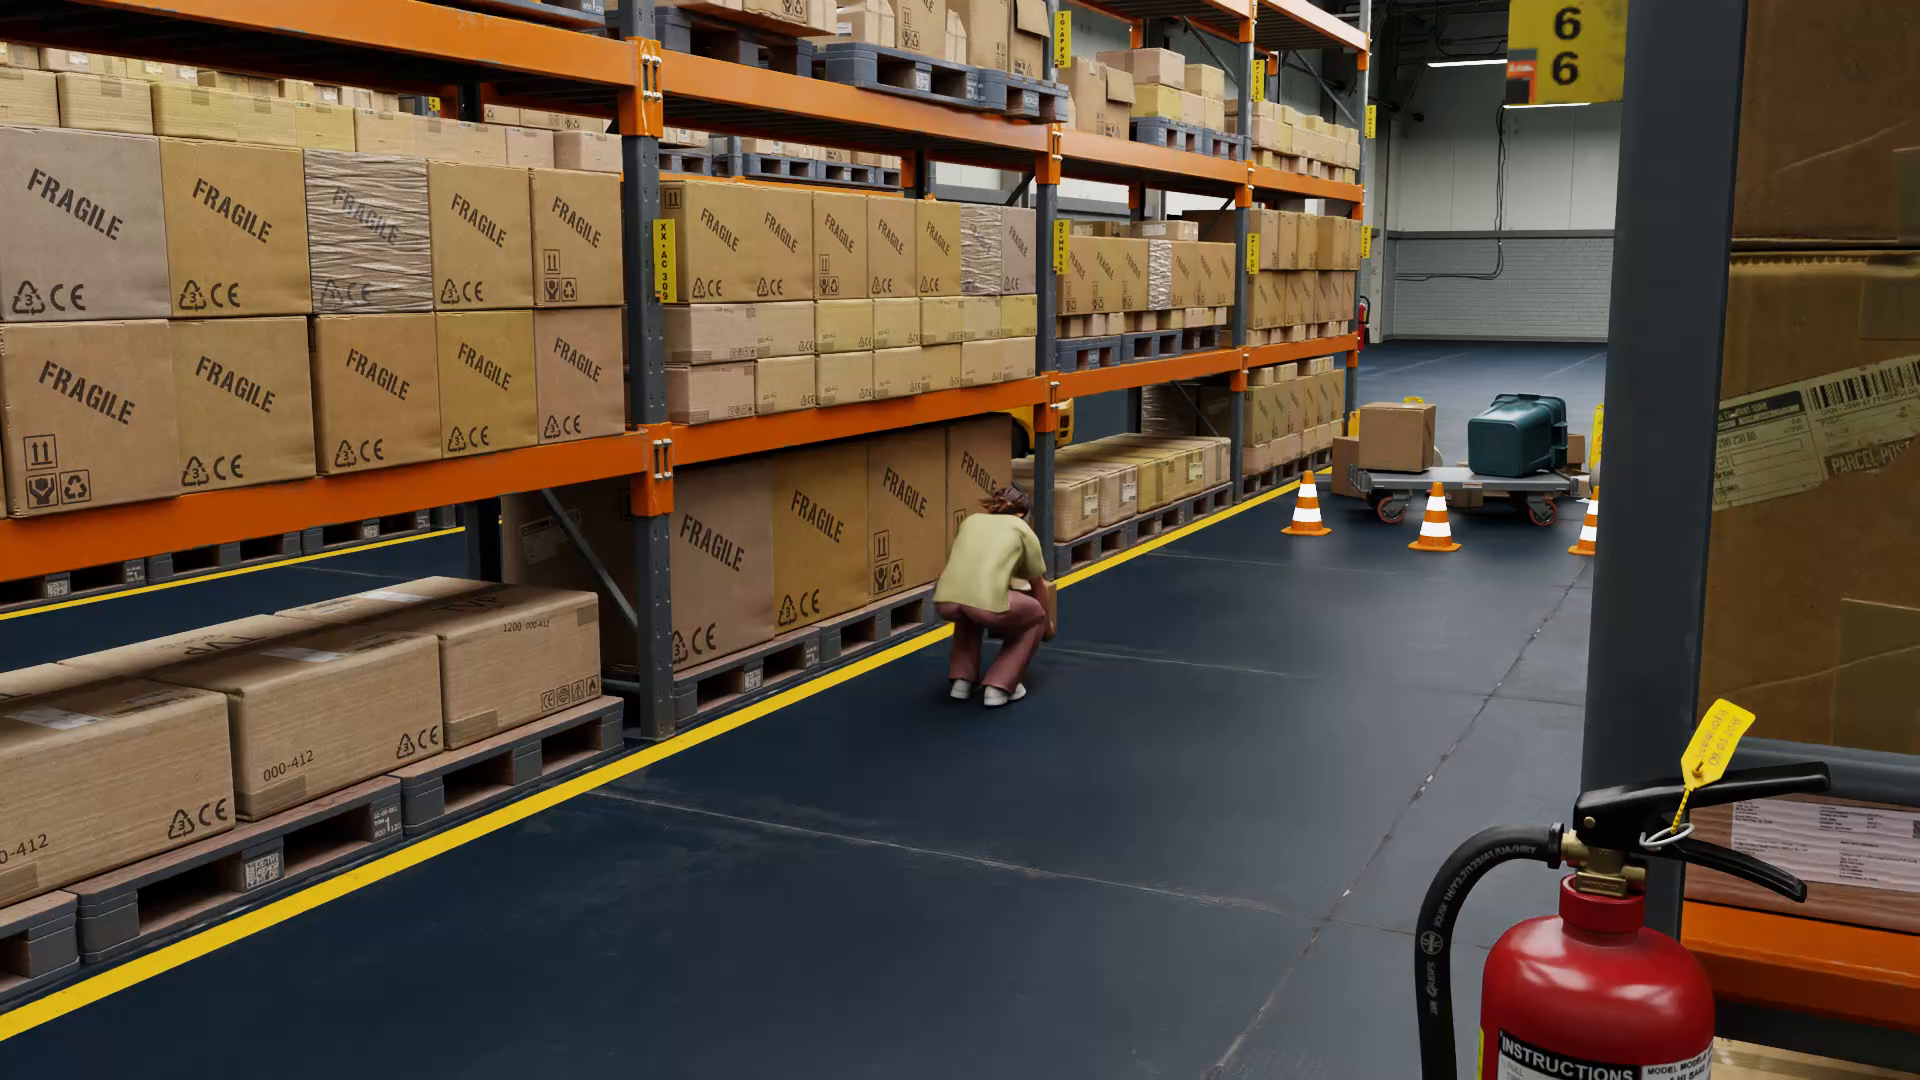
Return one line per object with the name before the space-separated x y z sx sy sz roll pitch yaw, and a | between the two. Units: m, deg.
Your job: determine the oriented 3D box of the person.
person | 0.155 0.250 7.689 0.459 0.930 0.834 4 10 24
